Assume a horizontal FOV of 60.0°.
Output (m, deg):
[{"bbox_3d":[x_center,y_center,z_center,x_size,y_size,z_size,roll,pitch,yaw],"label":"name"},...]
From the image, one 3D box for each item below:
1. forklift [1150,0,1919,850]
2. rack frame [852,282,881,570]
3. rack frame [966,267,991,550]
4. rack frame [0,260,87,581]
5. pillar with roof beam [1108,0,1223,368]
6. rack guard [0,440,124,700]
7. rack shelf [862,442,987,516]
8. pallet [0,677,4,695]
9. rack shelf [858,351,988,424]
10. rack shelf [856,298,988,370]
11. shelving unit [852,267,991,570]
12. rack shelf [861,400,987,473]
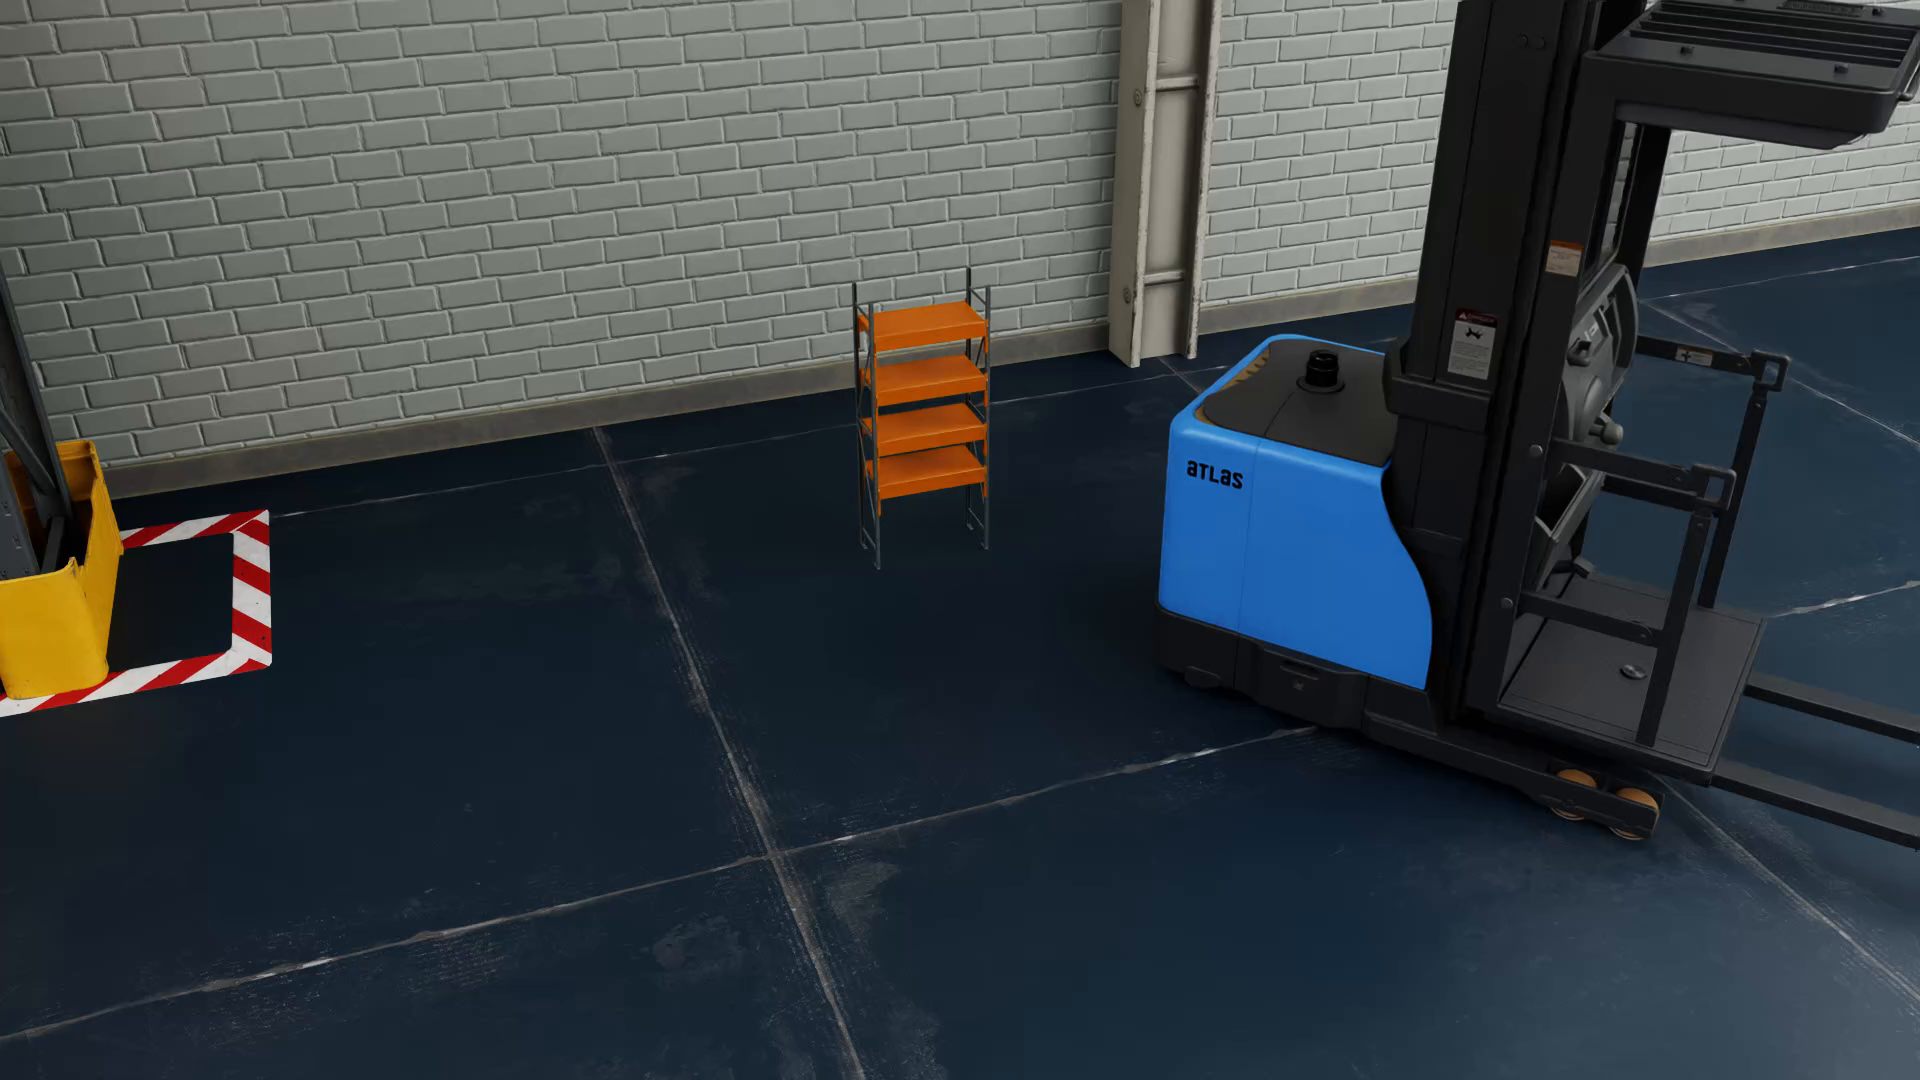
[{"bbox_3d":[2.249,-0.582,5.311,3.031,2.935,1.130,17,34,27],"label":"forklift"},{"bbox_3d":[-0.384,-0.451,6.829,0.015,1.200,0.240,-10,31,-18],"label":"rack frame"},{"bbox_3d":[0.074,-0.535,6.977,0.015,1.200,0.240,-10,31,-18],"label":"rack frame"},{"bbox_3d":[-3.617,-0.993,5.962,0.127,3.000,1.000,-10,31,-18],"label":"rack frame"},{"bbox_3d":[2.540,-2.936,3.312,0.400,9.000,9.100,-10,31,-18],"label":"pillar with roof beam"},{"bbox_3d":[-3.595,0.089,6.588,0.348,0.500,1.175,-10,31,-18],"label":"rack guard"},{"bbox_3d":[-0.155,-0.262,7.034,0.480,0.148,0.258,-10,31,-18],"label":"rack shelf"},{"bbox_3d":[-4.320,0.370,6.387,1.213,0.211,1.003,-10,31,-18],"label":"pallet"},{"bbox_3d":[-0.155,-0.629,6.825,0.480,0.148,0.258,-10,31,-18],"label":"rack shelf"},{"bbox_3d":[-0.155,-0.834,6.708,0.480,0.148,0.258,-10,31,-18],"label":"rack shelf"},{"bbox_3d":[-0.155,-0.493,6.903,0.503,1.200,0.258,-10,31,-18],"label":"shelving unit"},{"bbox_3d":[-0.155,-0.434,6.936,0.480,0.148,0.258,-10,31,-18],"label":"rack shelf"}]
